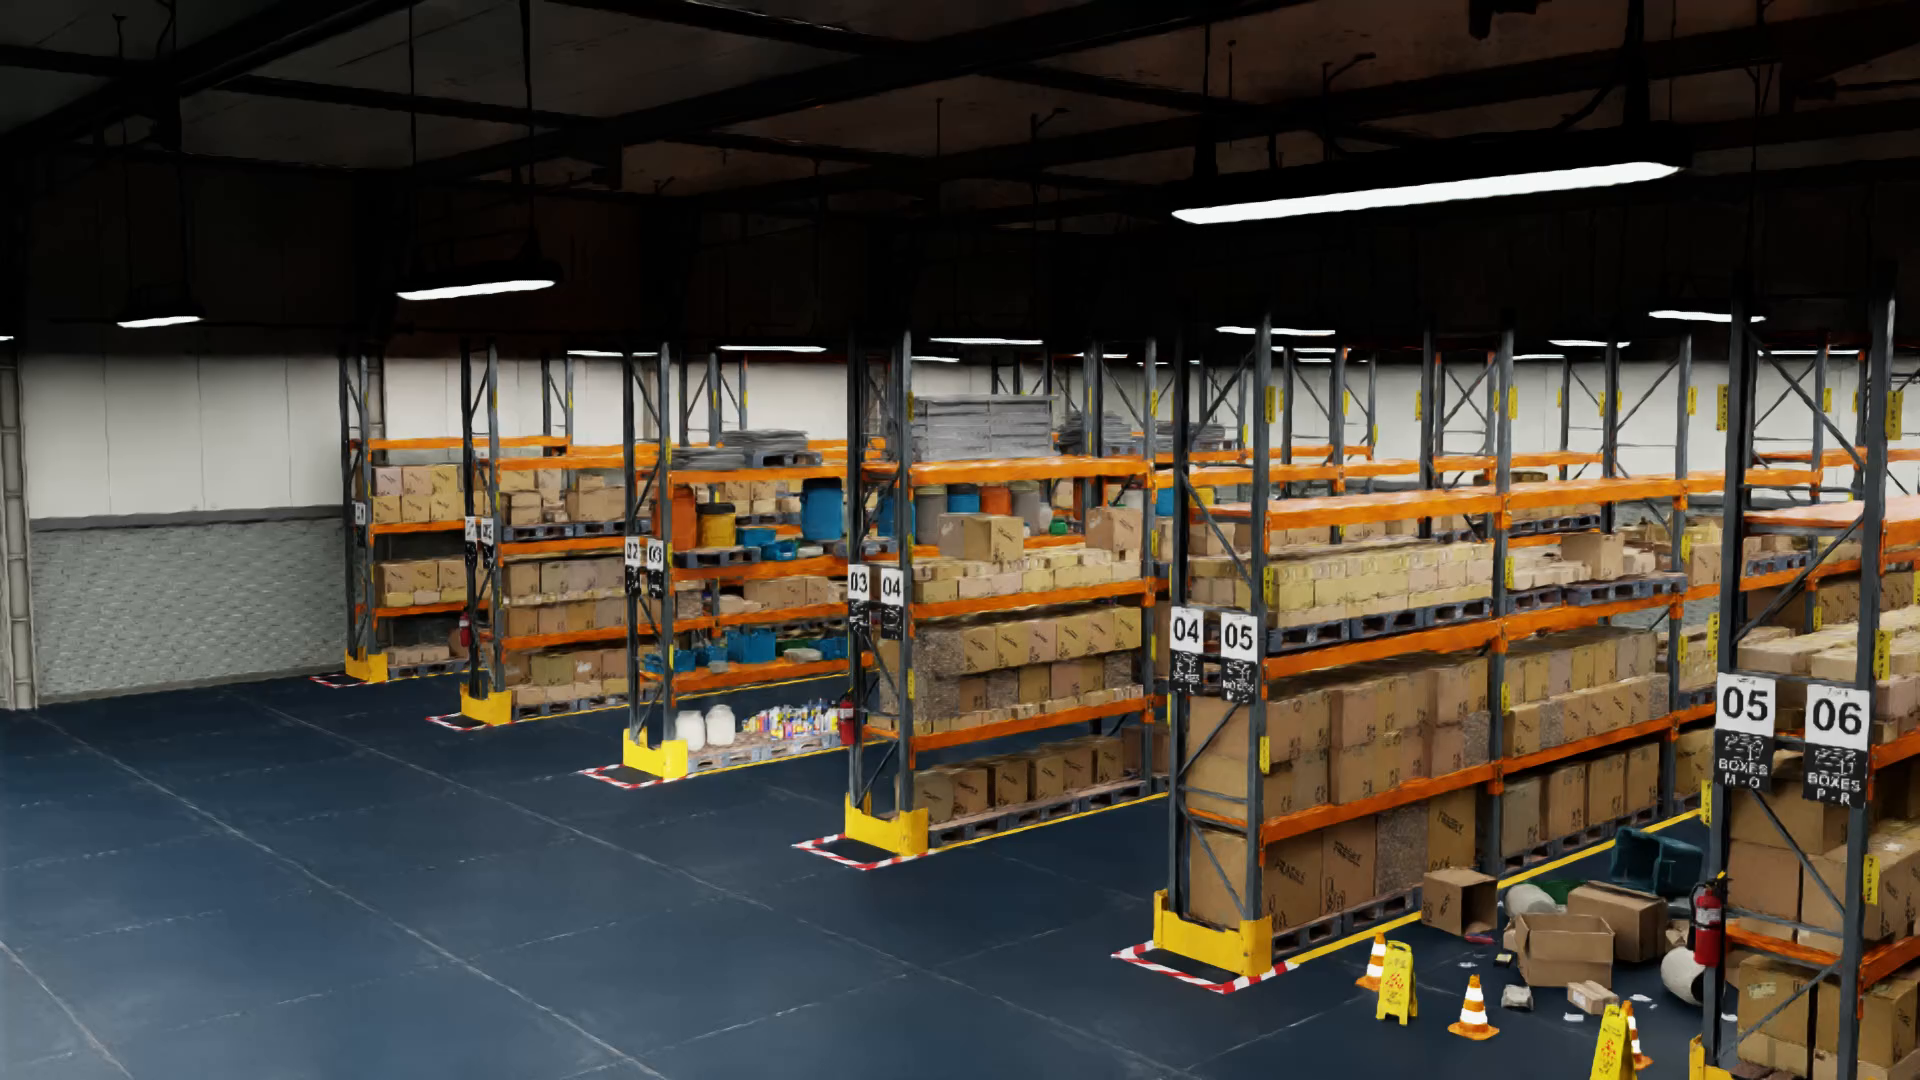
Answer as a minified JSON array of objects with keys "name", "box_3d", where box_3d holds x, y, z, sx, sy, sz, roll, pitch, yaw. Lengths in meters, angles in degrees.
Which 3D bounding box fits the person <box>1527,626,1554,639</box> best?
[{"name":"person","box_3d":[8.942,2.027,25.487,0.549,1.735,0.702,-5,7,-44]}]

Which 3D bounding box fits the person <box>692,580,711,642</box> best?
[{"name":"person","box_3d":[-4.742,1.615,30.892,0.498,1.559,0.462,-1,5,-11]}]
